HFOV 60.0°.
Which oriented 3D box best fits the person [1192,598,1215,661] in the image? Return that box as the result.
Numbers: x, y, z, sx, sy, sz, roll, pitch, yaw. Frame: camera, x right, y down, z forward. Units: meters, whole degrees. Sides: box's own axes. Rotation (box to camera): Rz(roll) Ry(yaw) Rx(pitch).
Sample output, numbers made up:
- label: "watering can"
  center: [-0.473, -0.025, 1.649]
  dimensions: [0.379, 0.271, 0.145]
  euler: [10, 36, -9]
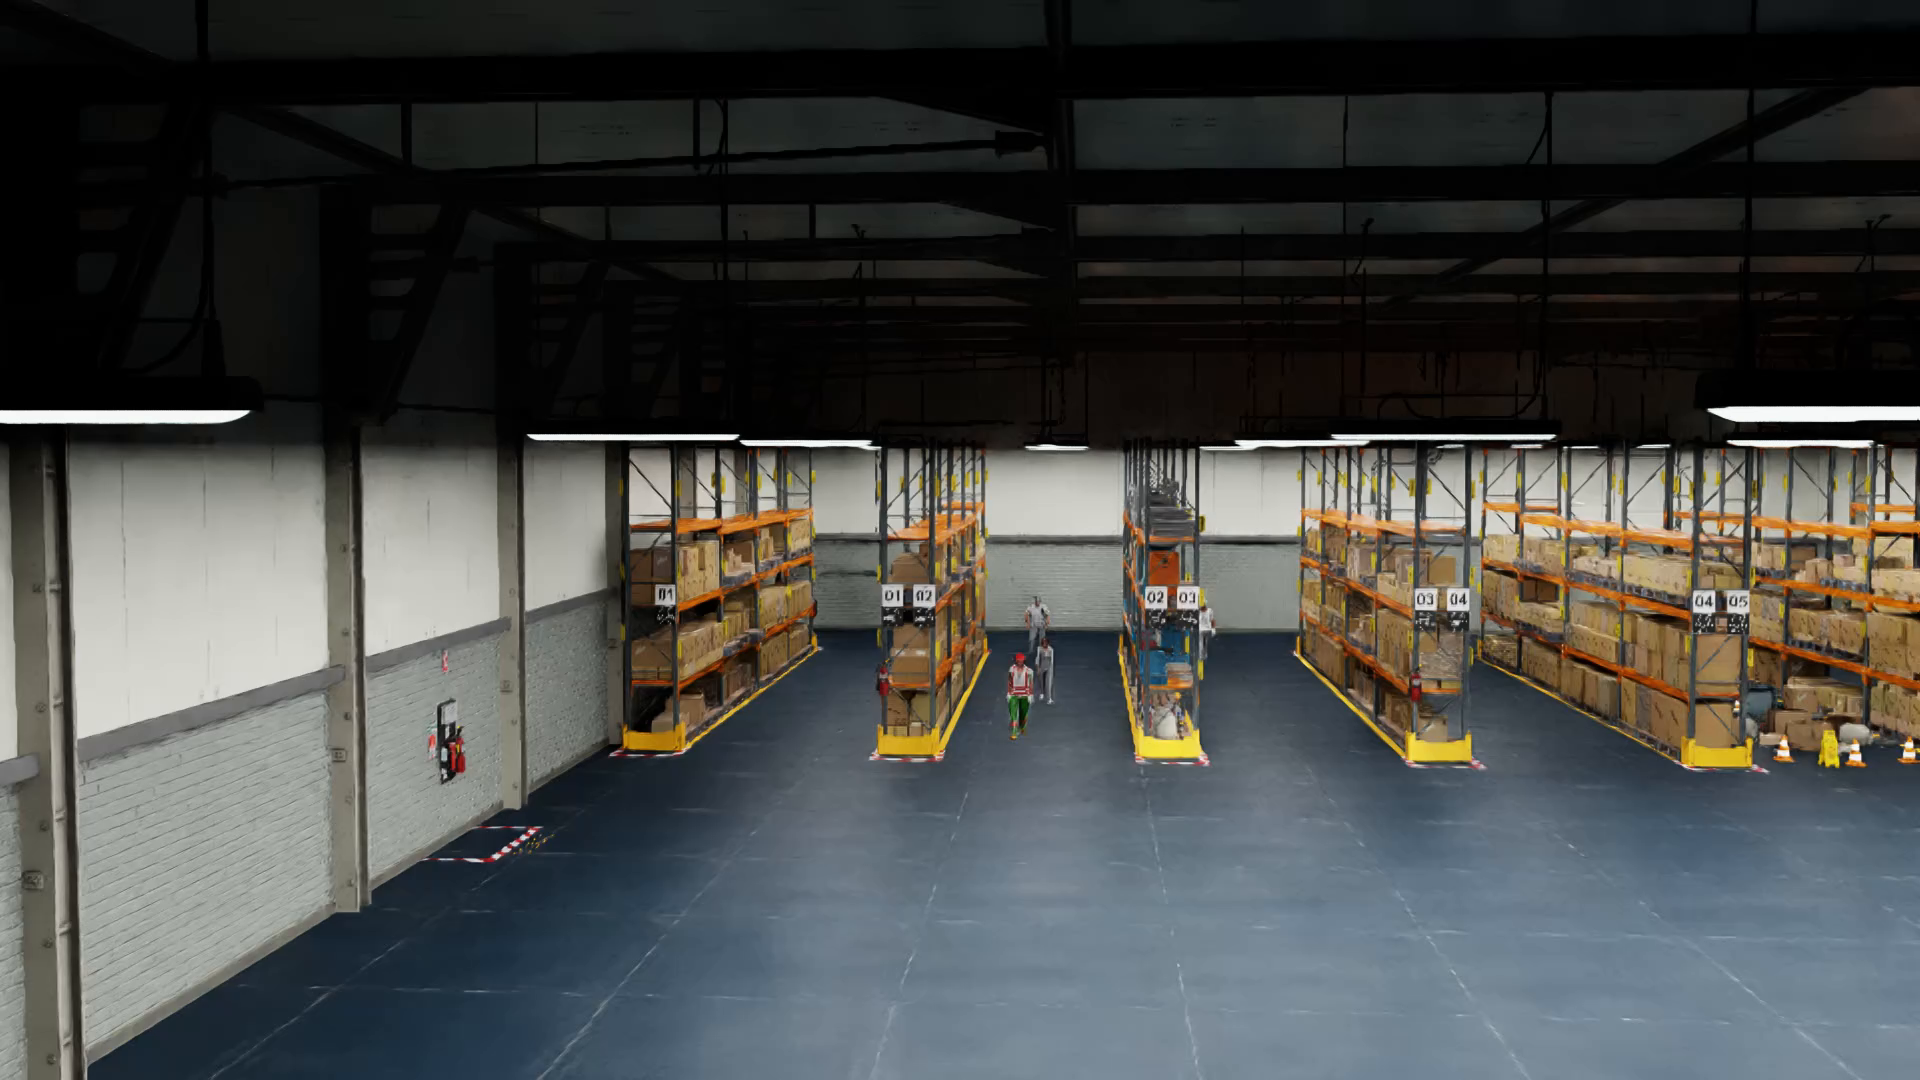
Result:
- label: "person"
  center: [6.640, 2.437, 45.272]
  dimensions: [0.579, 1.732, 1.042]
  euler: [0, 3, 3]

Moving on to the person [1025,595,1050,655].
- label: "person"
  center: [2.165, 2.383, 46.549]
  dimensions: [0.682, 1.715, 0.536]
  euler: [0, 3, 2]

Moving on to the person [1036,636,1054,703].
- label: "person"
  center: [1.928, 2.941, 37.821]
  dimensions: [0.419, 1.477, 1.031]
  euler: [0, 3, 3]

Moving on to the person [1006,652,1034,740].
- label: "person"
  center: [1.198, 3.080, 33.122]
  dimensions: [0.550, 1.709, 1.124]
  euler: [0, 3, 2]
